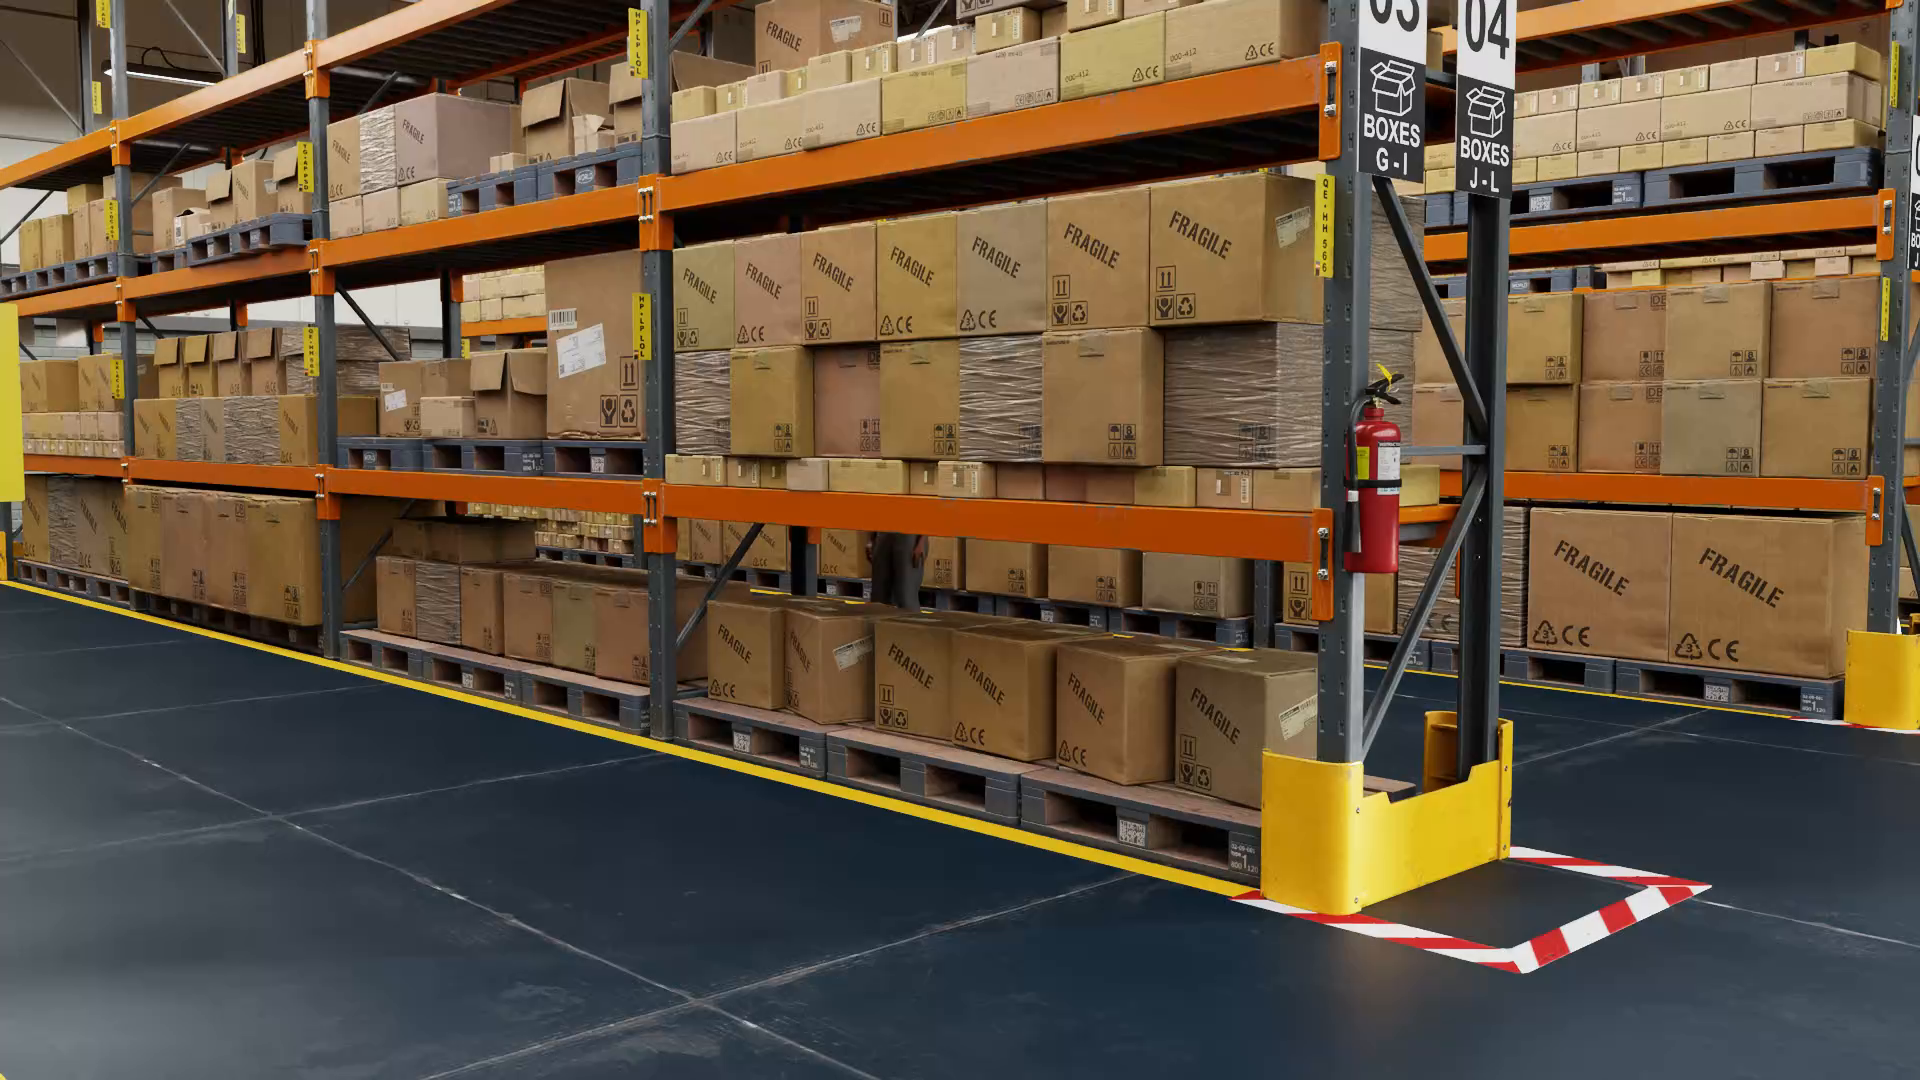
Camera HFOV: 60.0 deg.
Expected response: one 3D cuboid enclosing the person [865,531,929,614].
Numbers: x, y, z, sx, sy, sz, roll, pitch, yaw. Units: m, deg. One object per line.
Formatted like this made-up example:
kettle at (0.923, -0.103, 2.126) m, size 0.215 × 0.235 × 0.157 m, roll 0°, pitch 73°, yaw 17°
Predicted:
person at (-0.404, 0.027, 10.681) m, size 0.530 × 1.656 × 0.346 m, roll 4°, pitch 6°, yaw 43°
